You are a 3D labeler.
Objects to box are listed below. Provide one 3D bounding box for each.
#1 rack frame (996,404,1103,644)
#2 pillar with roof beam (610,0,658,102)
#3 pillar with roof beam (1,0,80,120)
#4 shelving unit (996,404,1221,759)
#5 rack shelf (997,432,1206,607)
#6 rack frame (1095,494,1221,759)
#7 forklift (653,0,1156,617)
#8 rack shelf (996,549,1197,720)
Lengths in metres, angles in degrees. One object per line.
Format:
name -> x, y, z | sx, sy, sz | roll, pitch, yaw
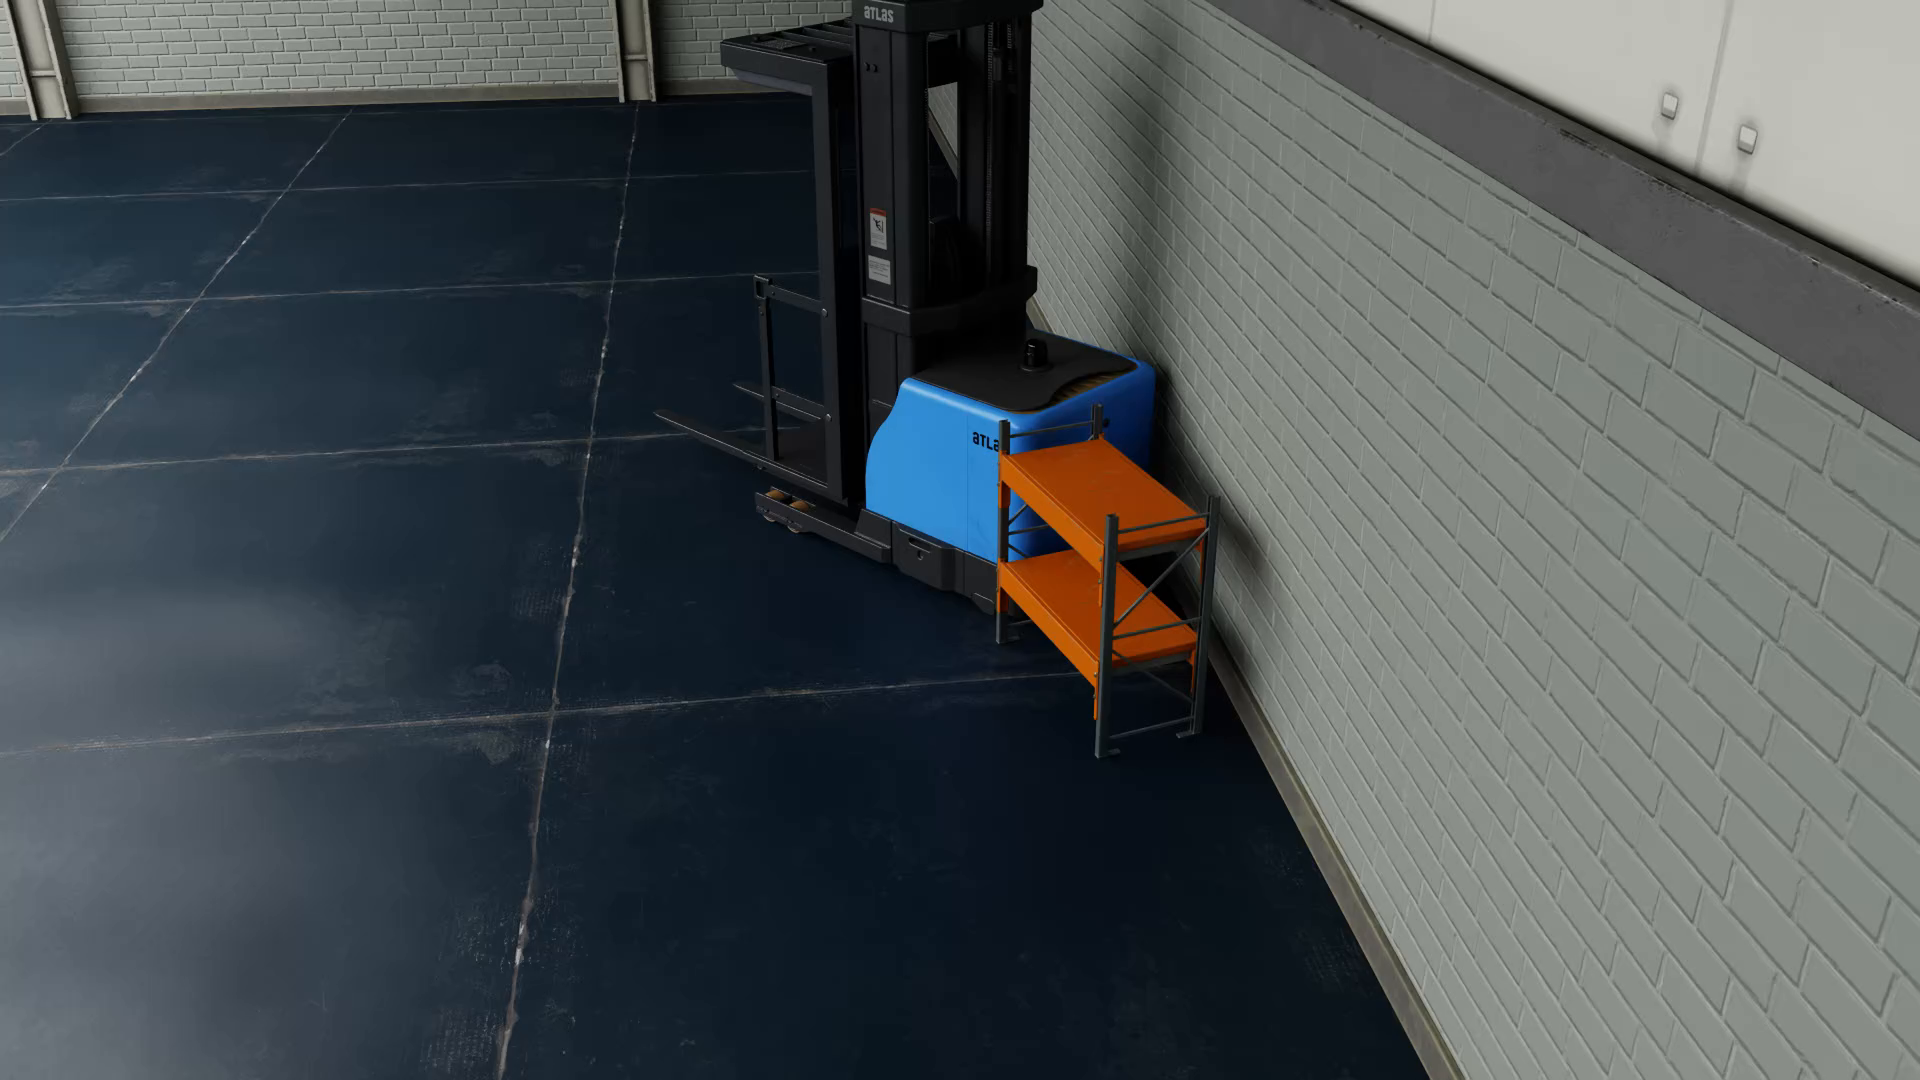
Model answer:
rack frame -> 0.406, -0.062, 7.639 | 0.500, 1.125, 0.032 | -11, 29, -20
pillar with roof beam -> -2.903, -6.871, 12.284 | 0.400, 9.000, 9.100 | -4, 27, -7
pillar with roof beam -> -8.845, -6.490, 11.540 | 0.400, 9.000, 9.100 | -4, 27, -7
shelving unit -> 0.605, 0.152, 7.222 | 0.538, 1.125, 1.048 | -11, 29, -20
rack shelf -> 0.605, -0.109, 7.089 | 0.538, 0.278, 1.000 | -11, 29, -20
rack frame -> 0.803, 0.365, 6.806 | 0.500, 1.125, 0.032 | -11, 29, -20
forklift -> -0.458, -1.497, 8.458 | 3.031, 2.935, 1.130 | 23, 35, 37
rack shelf -> 0.605, 0.369, 7.334 | 0.538, 0.278, 1.000 | -11, 29, -20
